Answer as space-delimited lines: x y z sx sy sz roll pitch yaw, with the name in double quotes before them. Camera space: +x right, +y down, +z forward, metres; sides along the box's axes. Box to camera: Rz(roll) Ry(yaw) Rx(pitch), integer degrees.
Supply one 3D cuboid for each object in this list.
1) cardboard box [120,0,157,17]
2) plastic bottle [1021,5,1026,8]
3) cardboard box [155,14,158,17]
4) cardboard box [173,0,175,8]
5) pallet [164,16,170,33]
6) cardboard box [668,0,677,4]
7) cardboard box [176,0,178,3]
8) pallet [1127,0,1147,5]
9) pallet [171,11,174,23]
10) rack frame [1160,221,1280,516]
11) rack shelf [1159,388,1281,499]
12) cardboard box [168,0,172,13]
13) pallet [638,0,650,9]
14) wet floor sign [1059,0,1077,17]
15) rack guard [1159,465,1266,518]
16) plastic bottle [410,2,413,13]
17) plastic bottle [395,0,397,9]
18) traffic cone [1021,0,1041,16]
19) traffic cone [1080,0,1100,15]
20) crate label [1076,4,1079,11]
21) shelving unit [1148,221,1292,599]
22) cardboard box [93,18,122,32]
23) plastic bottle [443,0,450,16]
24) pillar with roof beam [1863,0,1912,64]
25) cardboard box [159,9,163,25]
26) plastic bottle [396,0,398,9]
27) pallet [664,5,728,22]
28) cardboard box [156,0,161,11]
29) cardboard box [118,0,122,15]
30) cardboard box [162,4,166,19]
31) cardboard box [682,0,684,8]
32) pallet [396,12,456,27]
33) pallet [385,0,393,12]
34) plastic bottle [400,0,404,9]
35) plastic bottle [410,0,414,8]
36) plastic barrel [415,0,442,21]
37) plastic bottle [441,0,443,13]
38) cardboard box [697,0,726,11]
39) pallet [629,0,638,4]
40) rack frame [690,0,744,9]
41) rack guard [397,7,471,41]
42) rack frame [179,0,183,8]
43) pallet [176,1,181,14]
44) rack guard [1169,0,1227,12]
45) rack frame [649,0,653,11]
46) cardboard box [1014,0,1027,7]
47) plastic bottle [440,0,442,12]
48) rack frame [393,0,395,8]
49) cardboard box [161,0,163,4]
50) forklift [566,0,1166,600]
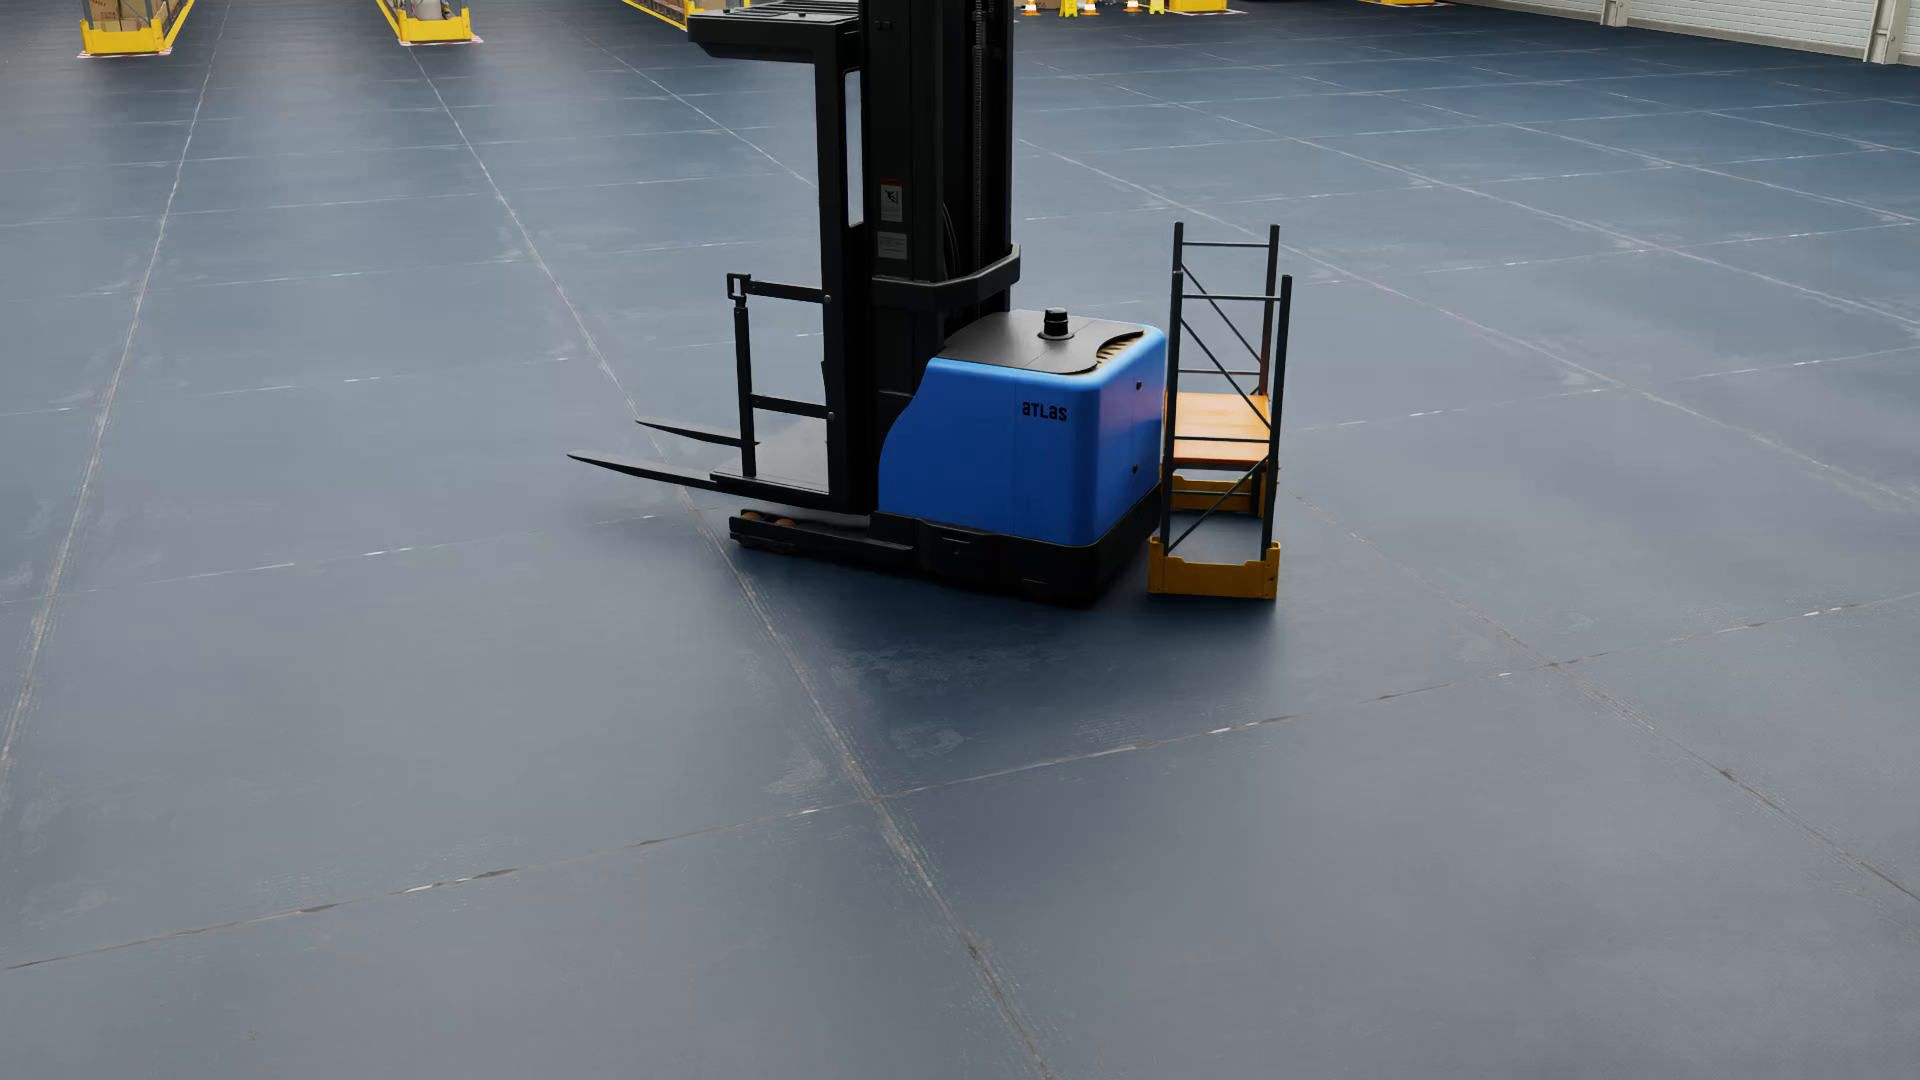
"cardboard box" -13.841 -9.084 27.974 0.500 0.500 0.500 -8 24 -19
"plastic bottle" 1.357 -10.974 34.209 0.133 0.061 0.283 -18 29 -37
"cardboard box" -13.843 -8.738 28.119 0.500 0.250 0.500 -8 24 -19
"cardboard box" -15.370 -10.339 31.918 0.500 0.250 0.500 -9 25 -21
"pallet" -14.853 -9.279 29.992 1.003 0.211 1.213 -8 24 -19
"cardboard box" -5.512 -10.900 32.926 0.500 0.500 0.500 -1 23 -2
"cardboard box" -15.733 -10.710 32.799 0.500 0.250 0.500 -8 24 -18
"pallet" 4.151 -11.608 35.518 1.003 0.211 1.213 -8 24 -19
"pallet" -15.391 -9.836 31.314 1.003 0.211 1.213 -8 24 -19
"rack frame" 1.285 -0.834 8.297 0.500 1.500 0.032 3 23 6
"rack shelf" 1.222 -0.472 7.902 0.538 0.185 1.000 3 23 6
"cardboard box" -15.005 -9.965 31.031 0.500 0.250 0.500 -9 24 -20
"pallet" -6.102 -11.214 34.584 1.003 0.211 1.213 -8 24 -19
"wet floor sign" 2.126 -10.583 32.528 0.267 0.644 0.232 -13 26 -28
"rack guard" 1.285 -0.258 8.539 0.587 0.250 0.087 3 23 6
"plastic bottle" -10.069 -9.751 30.455 0.061 0.283 0.133 -8 24 -19
"plastic bottle" -10.617 -10.194 31.516 0.152 0.276 0.135 -7 24 -17
"traffic cone" 1.404 -10.625 32.864 0.336 0.463 0.334 -8 24 -19
"traffic cone" 2.581 -10.657 32.938 0.336 0.463 0.334 -8 24 -19
"crate label" 2.246 -10.784 33.659 0.298 0.136 0.250 18 29 36
"shelving unit" 1.224 -0.642 7.841 0.587 1.500 1.083 3 23 6
"cardboard box" -14.147 -8.486 27.520 0.500 0.250 0.500 -8 24 -19
"plastic bottle" -9.395 -9.730 30.420 0.097 0.271 0.097 0 23 0
"pillar with roof beam" 10.310 -10.995 22.750 9.100 9.000 0.400 -8 24 -19
"cardboard box" -14.191 -9.102 28.983 0.500 0.250 0.500 -8 24 -19
"plastic bottle" -10.496 -10.100 31.195 0.144 0.351 0.185 -9 25 -21
"pallet" -5.120 -10.248 32.292 1.003 0.211 1.213 -8 24 -19
"cardboard box" -14.190 -9.448 28.837 0.500 0.500 0.500 -8 24 -19
"cardboard box" -14.516 -9.192 28.231 0.500 0.500 0.500 -8 24 -19
"cardboard box" -14.559 -9.463 29.840 0.500 0.250 0.500 -8 24 -19
"cardboard box" -5.064 -10.476 31.921 0.500 0.500 0.500 -6 24 -14
"pallet" -9.826 -9.558 30.655 1.003 0.211 1.213 -8 24 -19
"pallet" -11.208 -10.976 34.019 1.003 0.211 1.213 -8 24 -19
"plastic bottle" -10.163 -9.681 30.288 0.061 0.283 0.133 -8 24 -18
"plastic bottle" -10.216 -9.940 30.913 0.152 0.276 0.135 -8 24 -19
"plastic barrel" -9.350 -9.359 29.255 0.421 0.512 0.421 0 23 0
"plastic bottle" -9.551 -9.891 30.802 0.097 0.271 0.097 0 23 0
"cardboard box" -4.617 -10.034 30.871 0.500 0.500 0.500 -4 23 -9
"pallet" -6.537 -11.658 35.637 1.003 0.211 1.213 -8 24 -19
"rack frame" -4.412 -10.763 29.923 1.000 3.000 0.127 -8 24 -19
"rack guard" -9.117 -8.952 28.847 1.175 0.500 0.348 -8 24 -19
"rack frame" -16.508 -12.312 33.598 1.000 3.000 0.127 -8 24 -19
"pallet" -16.253 -10.722 33.418 1.003 0.211 1.213 -8 24 -19
"rack guard" 4.832 -10.998 33.700 1.175 0.500 0.348 -8 24 -19
"rack frame" -5.826 -12.216 33.372 1.000 3.000 0.127 -8 24 -19
"cardboard box" 1.181 -11.228 34.548 0.396 0.266 0.258 -4 23 -10
"plastic bottle" -9.623 -9.965 30.976 0.097 0.271 0.097 0 23 0
"rack frame" -10.459 -11.537 31.759 1.000 3.000 0.127 -8 24 -19
"cardboard box" -14.560 -9.808 29.693 0.500 0.500 0.500 -8 24 -19
"forklift" -0.566 -1.457 7.933 3.031 2.935 1.130 11 25 24
